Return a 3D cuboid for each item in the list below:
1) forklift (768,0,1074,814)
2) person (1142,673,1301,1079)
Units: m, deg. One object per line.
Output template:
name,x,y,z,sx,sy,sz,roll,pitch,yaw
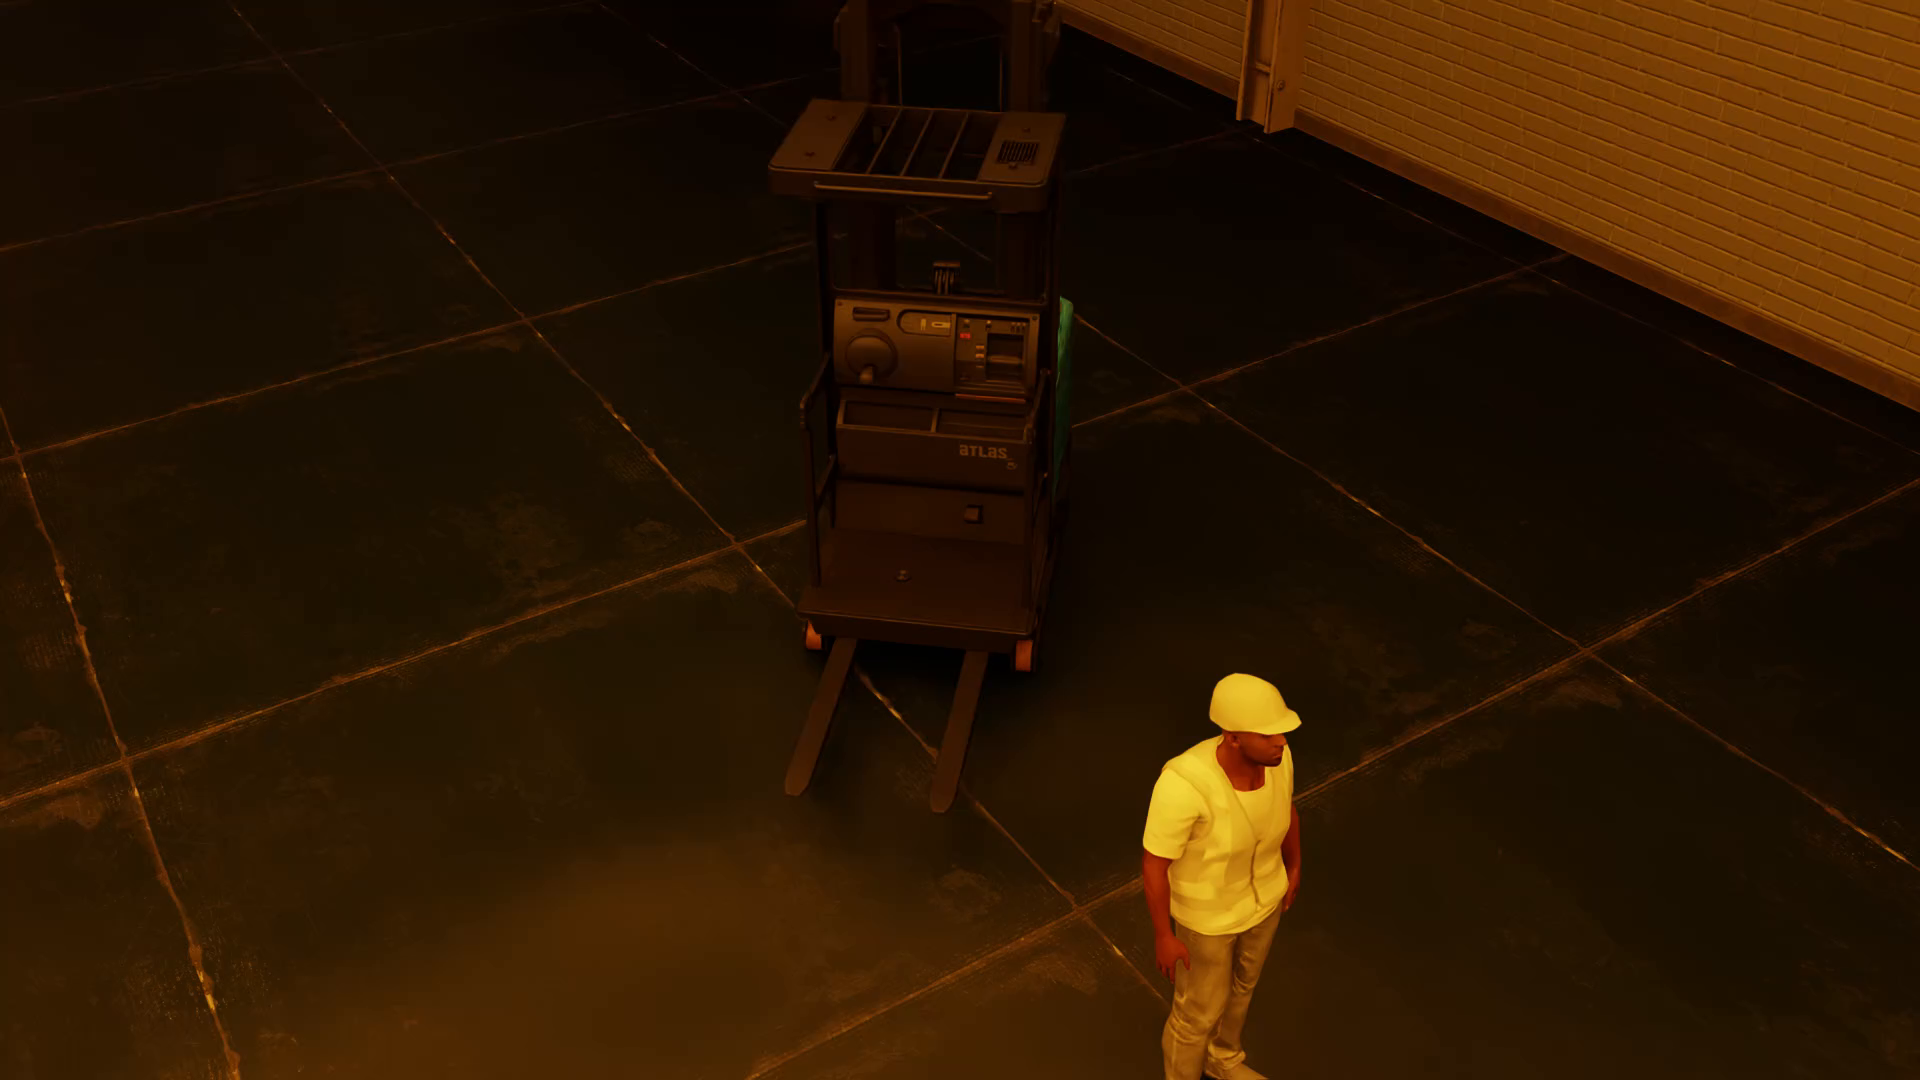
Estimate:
forklift,-0.141,-0.801,7.288,1.130,2.935,3.031,5,35,8
person,0.913,1.215,5.427,0.664,1.770,0.549,-23,41,-29
